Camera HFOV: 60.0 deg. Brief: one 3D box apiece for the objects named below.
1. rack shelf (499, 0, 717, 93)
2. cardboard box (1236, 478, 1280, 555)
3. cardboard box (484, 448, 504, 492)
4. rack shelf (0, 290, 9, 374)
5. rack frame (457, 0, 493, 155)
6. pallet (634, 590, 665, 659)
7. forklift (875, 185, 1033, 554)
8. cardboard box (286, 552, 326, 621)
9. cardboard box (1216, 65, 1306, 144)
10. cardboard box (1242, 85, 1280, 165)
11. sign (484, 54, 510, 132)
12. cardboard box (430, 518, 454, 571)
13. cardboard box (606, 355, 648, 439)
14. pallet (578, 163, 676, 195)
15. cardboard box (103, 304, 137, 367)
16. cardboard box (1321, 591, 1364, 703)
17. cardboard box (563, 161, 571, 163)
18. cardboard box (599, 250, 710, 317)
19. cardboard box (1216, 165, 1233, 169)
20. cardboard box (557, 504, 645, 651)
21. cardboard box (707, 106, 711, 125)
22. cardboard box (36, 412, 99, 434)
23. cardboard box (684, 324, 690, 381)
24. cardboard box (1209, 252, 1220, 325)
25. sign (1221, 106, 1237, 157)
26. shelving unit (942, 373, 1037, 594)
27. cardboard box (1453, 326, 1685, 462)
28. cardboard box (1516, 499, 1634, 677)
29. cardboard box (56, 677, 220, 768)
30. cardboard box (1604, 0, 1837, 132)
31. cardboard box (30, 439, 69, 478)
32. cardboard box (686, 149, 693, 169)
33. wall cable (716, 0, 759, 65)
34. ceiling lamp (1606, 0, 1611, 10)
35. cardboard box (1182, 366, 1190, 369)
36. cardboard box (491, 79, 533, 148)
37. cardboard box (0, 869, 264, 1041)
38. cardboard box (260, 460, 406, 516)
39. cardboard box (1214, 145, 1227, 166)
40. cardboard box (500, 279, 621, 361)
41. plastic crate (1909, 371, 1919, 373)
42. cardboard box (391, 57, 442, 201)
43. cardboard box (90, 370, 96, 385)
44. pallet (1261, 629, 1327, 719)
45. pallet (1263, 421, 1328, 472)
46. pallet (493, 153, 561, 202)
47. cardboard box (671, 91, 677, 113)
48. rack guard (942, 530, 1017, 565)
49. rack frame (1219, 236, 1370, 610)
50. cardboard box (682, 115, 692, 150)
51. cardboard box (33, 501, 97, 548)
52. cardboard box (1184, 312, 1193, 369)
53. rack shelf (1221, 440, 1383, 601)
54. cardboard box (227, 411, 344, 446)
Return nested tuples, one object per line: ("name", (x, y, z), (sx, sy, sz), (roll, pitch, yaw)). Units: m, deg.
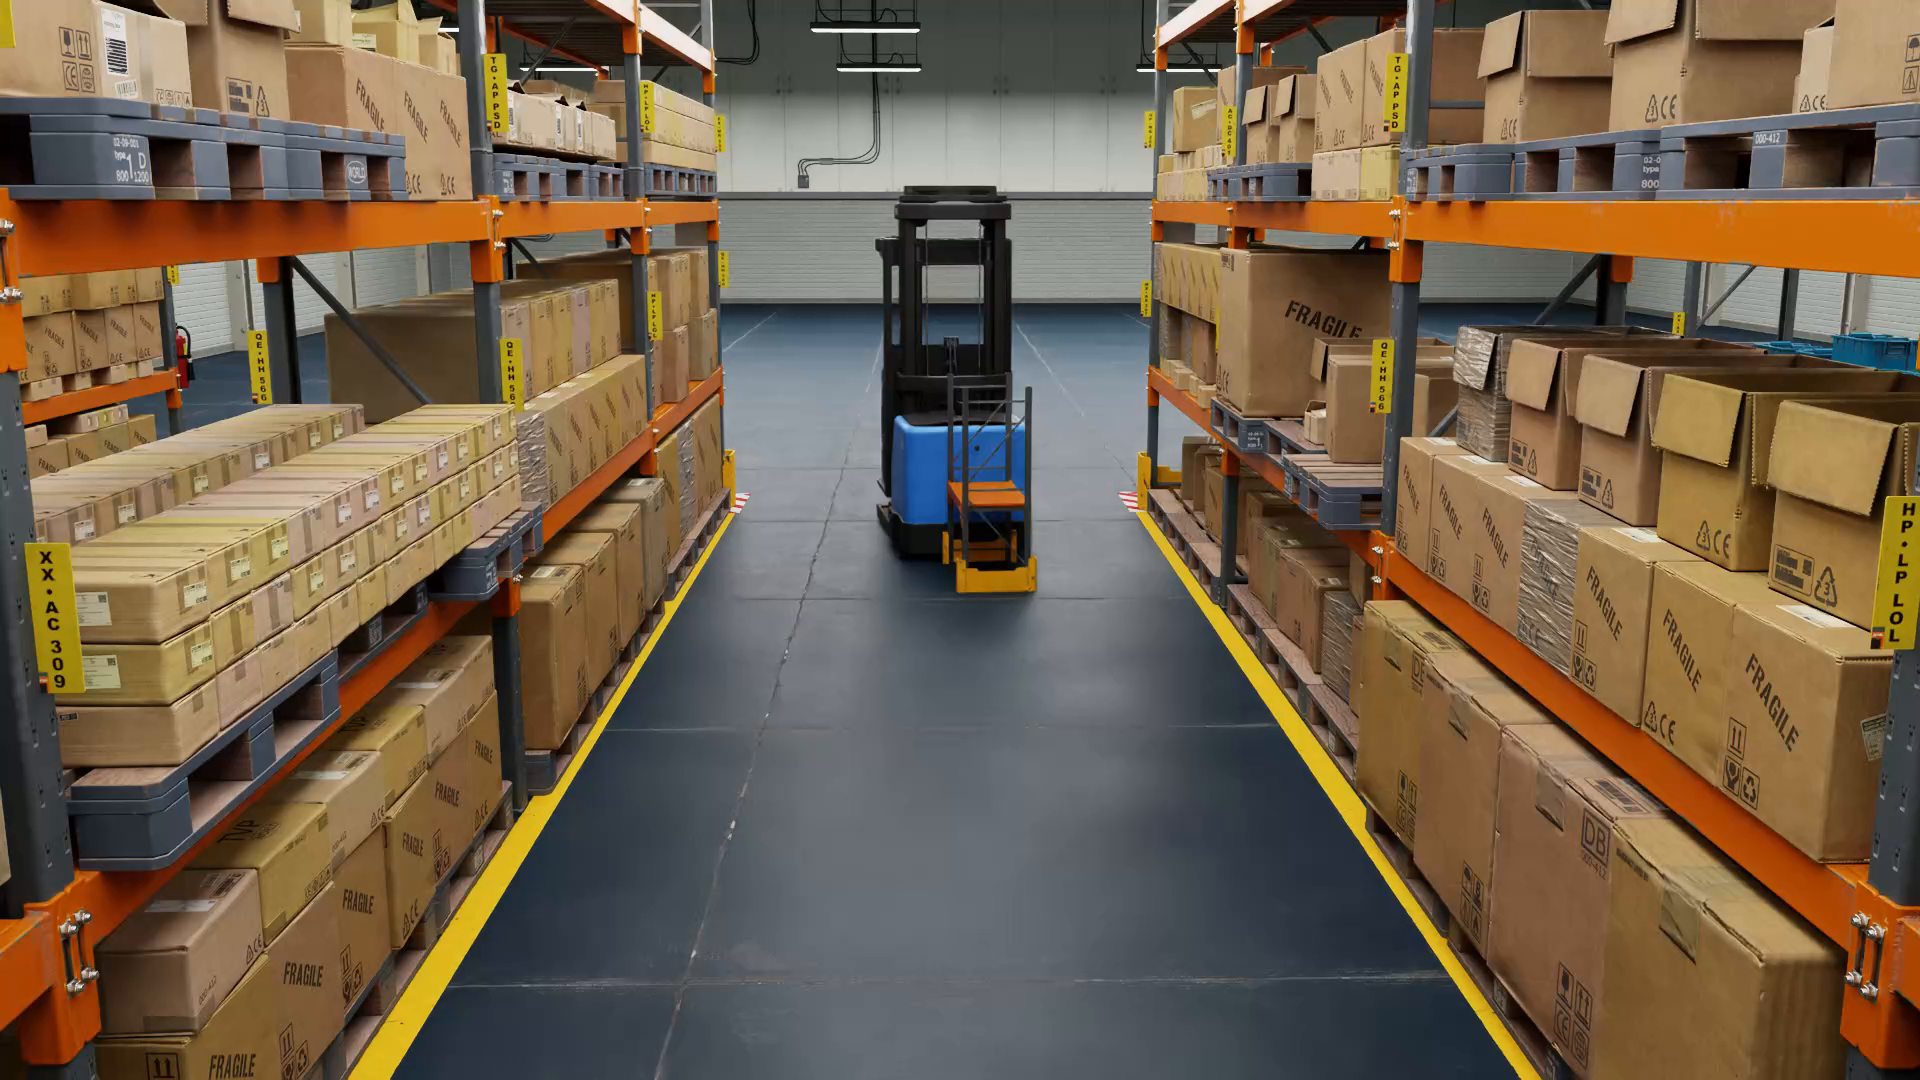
("rack shelf", (-2.667, -3.785, 12.898), (1.077, 0.370, 4.000), (0, 11, -1))
("cardboard box", (2.348, -0.170, 12.585), (0.500, 0.500, 0.500), (4, 12, 17))
("cardboard box", (-2.070, -0.280, 6.721), (0.380, 0.149, 0.250), (0, 11, 1))
("rack shelf", (-2.419, -0.126, 1.399), (1.077, 0.370, 4.000), (0, 11, -1))
("rack frame", (-2.543, -3.141, 6.908), (1.000, 3.000, 0.127), (0, 11, -1))
("pallet", (-2.534, 0.524, 10.946), (1.003, 0.211, 1.213), (0, 11, -1))
("forklift", (-0.145, -1.566, 14.406), (1.130, 2.935, 3.031), (-2, 12, -8))
("cardboard box", (-2.027, 0.131, 4.695), (0.380, 0.149, 0.250), (-1, 11, -4))
("cardboard box", (2.071, -2.994, 11.473), (0.500, 0.500, 0.500), (-1, 11, -3))
("cardboard box", (2.246, -2.629, 10.612), (0.797, 0.503, 0.637), (-1, 11, -4))
("sign", (-2.000, -1.926, 7.164), (0.100, 0.325, 0.005), (0, 11, -1))
("cardboard box", (-2.055, 0.016, 6.010), (0.380, 0.149, 0.250), (-1, 11, -4))
("cardboard box", (-2.347, -0.942, 10.908), (0.500, 0.500, 0.500), (0, 11, -1))
("pallet", (-2.632, -2.585, 11.936), (1.003, 0.211, 1.213), (0, 11, -1))
("cardboard box", (-7.362, -1.739, 14.087), (0.500, 0.500, 0.500), (0, 11, -1))
("cardboard box", (2.360, 0.565, 8.910), (0.700, 0.500, 0.500), (-1, 12, -6))
("cardboard box", (-2.958, -2.719, 11.696), (0.380, 0.149, 0.250), (0, 11, 0))
("cardboard box", (-2.635, -2.211, 14.319), (0.875, 0.550, 0.550), (0, 11, -1))
("cardboard box", (2.065, -2.482, 11.583), (0.500, 0.250, 0.500), (0, 11, 1))
("cardboard box", (-2.506, 0.216, 10.054), (1.050, 0.750, 0.750), (0, 11, -1))
("cardboard box", (-2.358, -3.668, 14.371), (0.380, 0.149, 0.250), (0, 11, -1))
("cardboard box", (-7.297, -0.961, 13.593), (0.380, 0.149, 0.250), (0, 11, 1))
("cardboard box", (-2.736, -1.570, 13.876), (0.875, 0.550, 0.550), (0, 11, -1))
("cardboard box", (2.051, -1.769, 11.721), (0.500, 0.500, 0.500), (0, 11, -1))
("sign", (1.793, -2.716, 11.057), (0.100, 0.325, 0.005), (0, 11, -1))
("shelving unit", (0.211, -0.457, 12.538), (0.587, 1.500, 1.083), (-1, 12, -6))
("cardboard box", (2.417, -0.596, 6.679), (0.797, 0.503, 0.637), (0, 11, 1))
("cardboard box", (2.192, 0.151, 5.517), (0.500, 0.500, 0.500), (0, 11, -1))
("cardboard box", (-2.008, 0.432, 3.963), (0.380, 0.149, 0.250), (-1, 11, -4))
("cardboard box", (2.482, -1.521, 5.154), (0.797, 0.503, 0.637), (0, 11, -2))
("cardboard box", (-7.346, -0.509, 12.997), (0.500, 0.500, 0.500), (0, 11, 2))
("cardboard box", (-2.331, -3.025, 13.205), (0.380, 0.149, 0.250), (0, 11, 0))
("wall cable", (-7.064, -14.288, 45.522), (3.097, 2.526, 0.112), (0, 11, -1))
("ceiling lamp", (12.678, -10.882, 30.382), (2.000, 3.185, 0.800), (0, 11, -1))
("cardboard box", (2.053, -1.362, 13.860), (0.380, 0.149, 0.250), (0, 11, -1))
("cardboard box", (-2.338, -2.027, 7.877), (0.500, 0.311, 0.500), (0, 11, -1))
("cardboard box", (-2.211, 1.098, 4.446), (0.500, 0.250, 0.500), (-1, 11, -4))
("cardboard box", (-2.045, -0.171, 5.435), (0.380, 0.149, 0.250), (0, 11, 1))
("cardboard box", (2.034, -2.754, 11.922), (0.380, 0.149, 0.250), (-1, 11, -4))
("cardboard box", (-2.609, -1.436, 10.828), (0.700, 0.500, 0.500), (0, 11, -2))
("plastic crate", (7.542, -1.184, 12.882), (0.450, 0.188, 0.662), (0, 11, -1))
("cardboard box", (-2.253, -1.508, 6.152), (0.500, 0.500, 0.500), (0, 11, -1))
("cardboard box", (-7.433, -1.350, 13.803), (0.380, 0.149, 0.250), (0, 11, 0))
("pallet", (2.381, 0.768, 9.741), (1.003, 0.211, 1.213), (0, 11, -1))
("pallet", (2.337, -0.500, 9.463), (1.003, 0.211, 1.213), (0, 11, -1))
("pallet", (-2.609, -1.706, 7.855), (1.213, 0.211, 1.003), (0, 11, 1))
("cardboard box", (-2.316, -3.265, 12.382), (0.380, 0.149, 0.250), (0, 11, -1))
("rack guard", (0.156, 0.057, 13.148), (0.587, 0.250, 0.087), (-1, 12, -6))
("rack frame", (2.336, -0.996, 11.425), (1.000, 3.000, 0.127), (0, 11, -1))
("cardboard box", (-2.390, -3.193, 13.028), (0.500, 0.250, 0.500), (0, 11, -1))
("cardboard box", (-2.679, -0.016, 4.672), (0.380, 0.149, 0.250), (0, 11, -1))
("cardboard box", (2.334, -1.678, 13.787), (0.875, 0.500, 0.500), (0, 11, -1))
("rack shelf", (2.377, -0.246, 9.537), (1.077, 0.370, 4.000), (0, 11, -1))
("cardboard box", (-2.719, -0.429, 6.708), (0.380, 0.149, 0.250), (-1, 11, -3))
